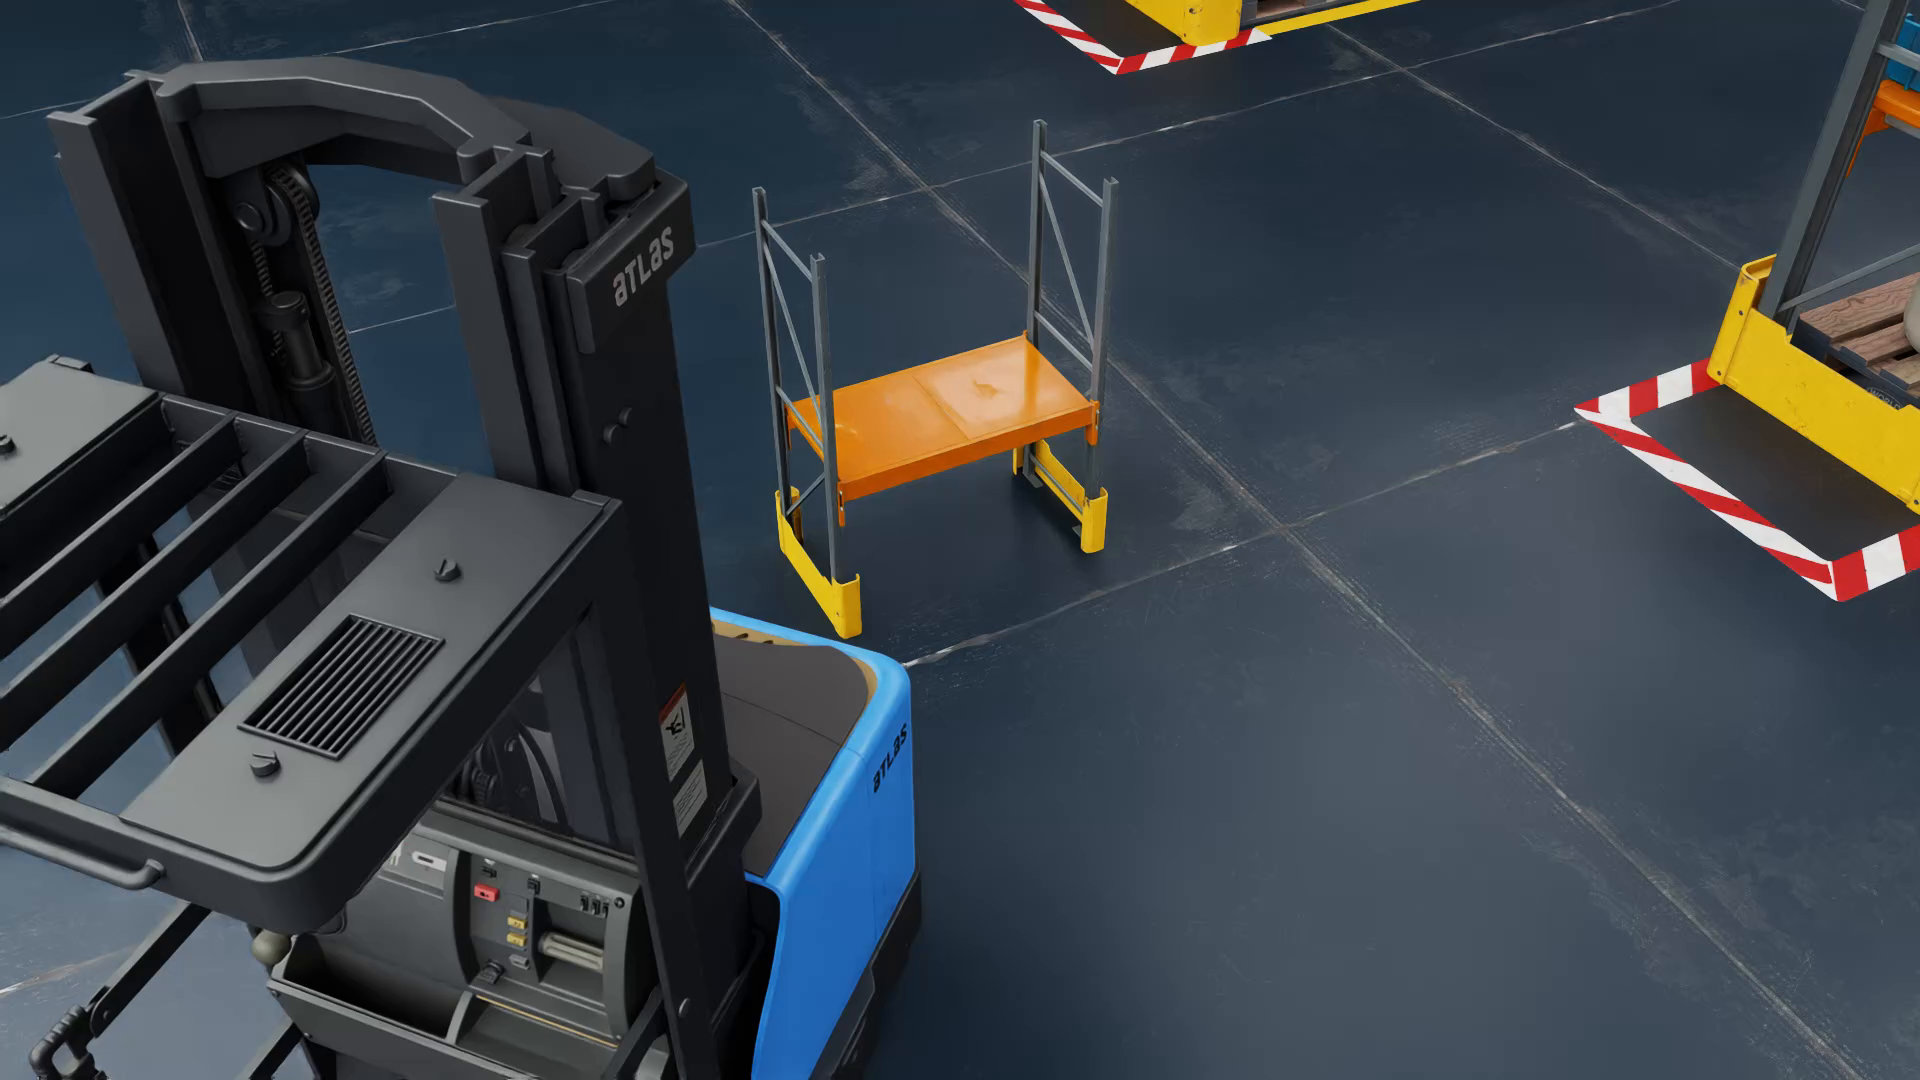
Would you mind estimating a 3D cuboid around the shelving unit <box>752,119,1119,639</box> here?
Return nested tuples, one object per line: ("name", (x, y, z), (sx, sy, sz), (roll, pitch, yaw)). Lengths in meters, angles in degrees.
("shelving unit", (-0.068, -0.550, 5.739), (1.083, 1.500, 0.587), (-19, 44, -21))

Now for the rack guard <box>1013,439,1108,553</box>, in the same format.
("rack guard", (0.374, -0.221, 6.318), (0.087, 0.250, 0.587), (-19, 44, -21))

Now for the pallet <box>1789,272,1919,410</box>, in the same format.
("pallet", (4.308, -0.765, 6.991), (1.213, 0.211, 1.003), (-19, 44, -21))

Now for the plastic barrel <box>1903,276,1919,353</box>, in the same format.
("plastic barrel", (4.087, -0.991, 6.700), (0.421, 0.512, 0.421), (0, 40, 0))

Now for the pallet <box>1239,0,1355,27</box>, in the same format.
("pallet", (1.913, -3.568, 10.302), (1.213, 0.211, 1.003), (-19, 44, -21))

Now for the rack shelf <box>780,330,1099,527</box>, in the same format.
("rack shelf", (-0.076, -0.410, 5.852), (1.000, 0.185, 0.538), (-19, 44, -21))

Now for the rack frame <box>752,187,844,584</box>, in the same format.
("rack frame", (-0.527, -0.395, 5.556), (0.032, 1.500, 0.500), (-19, 44, -21))

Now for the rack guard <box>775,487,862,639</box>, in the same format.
("rack guard", (-0.509, 0.076, 5.967), (0.087, 0.250, 0.587), (-19, 44, -21))

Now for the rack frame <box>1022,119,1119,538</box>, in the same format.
("rack frame", (0.375, -0.699, 5.915), (0.032, 1.500, 0.500), (-19, 44, -21))

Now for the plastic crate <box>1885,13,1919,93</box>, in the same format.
("plastic crate", (3.845, -1.805, 6.175), (0.616, 0.251, 0.499), (-19, 44, -21))

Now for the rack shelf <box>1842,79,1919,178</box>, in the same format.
("rack shelf", (5.313, -1.863, 6.686), (4.000, 0.370, 1.077), (-19, 44, -21))

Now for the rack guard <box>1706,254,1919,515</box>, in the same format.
("rack guard", (3.585, -0.636, 6.615), (0.348, 0.500, 1.175), (-19, 44, -21))

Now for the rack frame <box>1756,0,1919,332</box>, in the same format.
("rack frame", (3.539, -1.541, 5.748), (0.127, 3.000, 1.000), (-19, 44, -21))

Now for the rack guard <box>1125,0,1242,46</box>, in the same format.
("rack guard", (1.233, -3.419, 9.902), (0.348, 0.500, 1.175), (-19, 44, -21))

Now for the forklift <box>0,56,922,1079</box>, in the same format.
("forklift", (-1.116, 0.783, 3.057), (1.130, 2.935, 3.031), (14, 42, 16))
